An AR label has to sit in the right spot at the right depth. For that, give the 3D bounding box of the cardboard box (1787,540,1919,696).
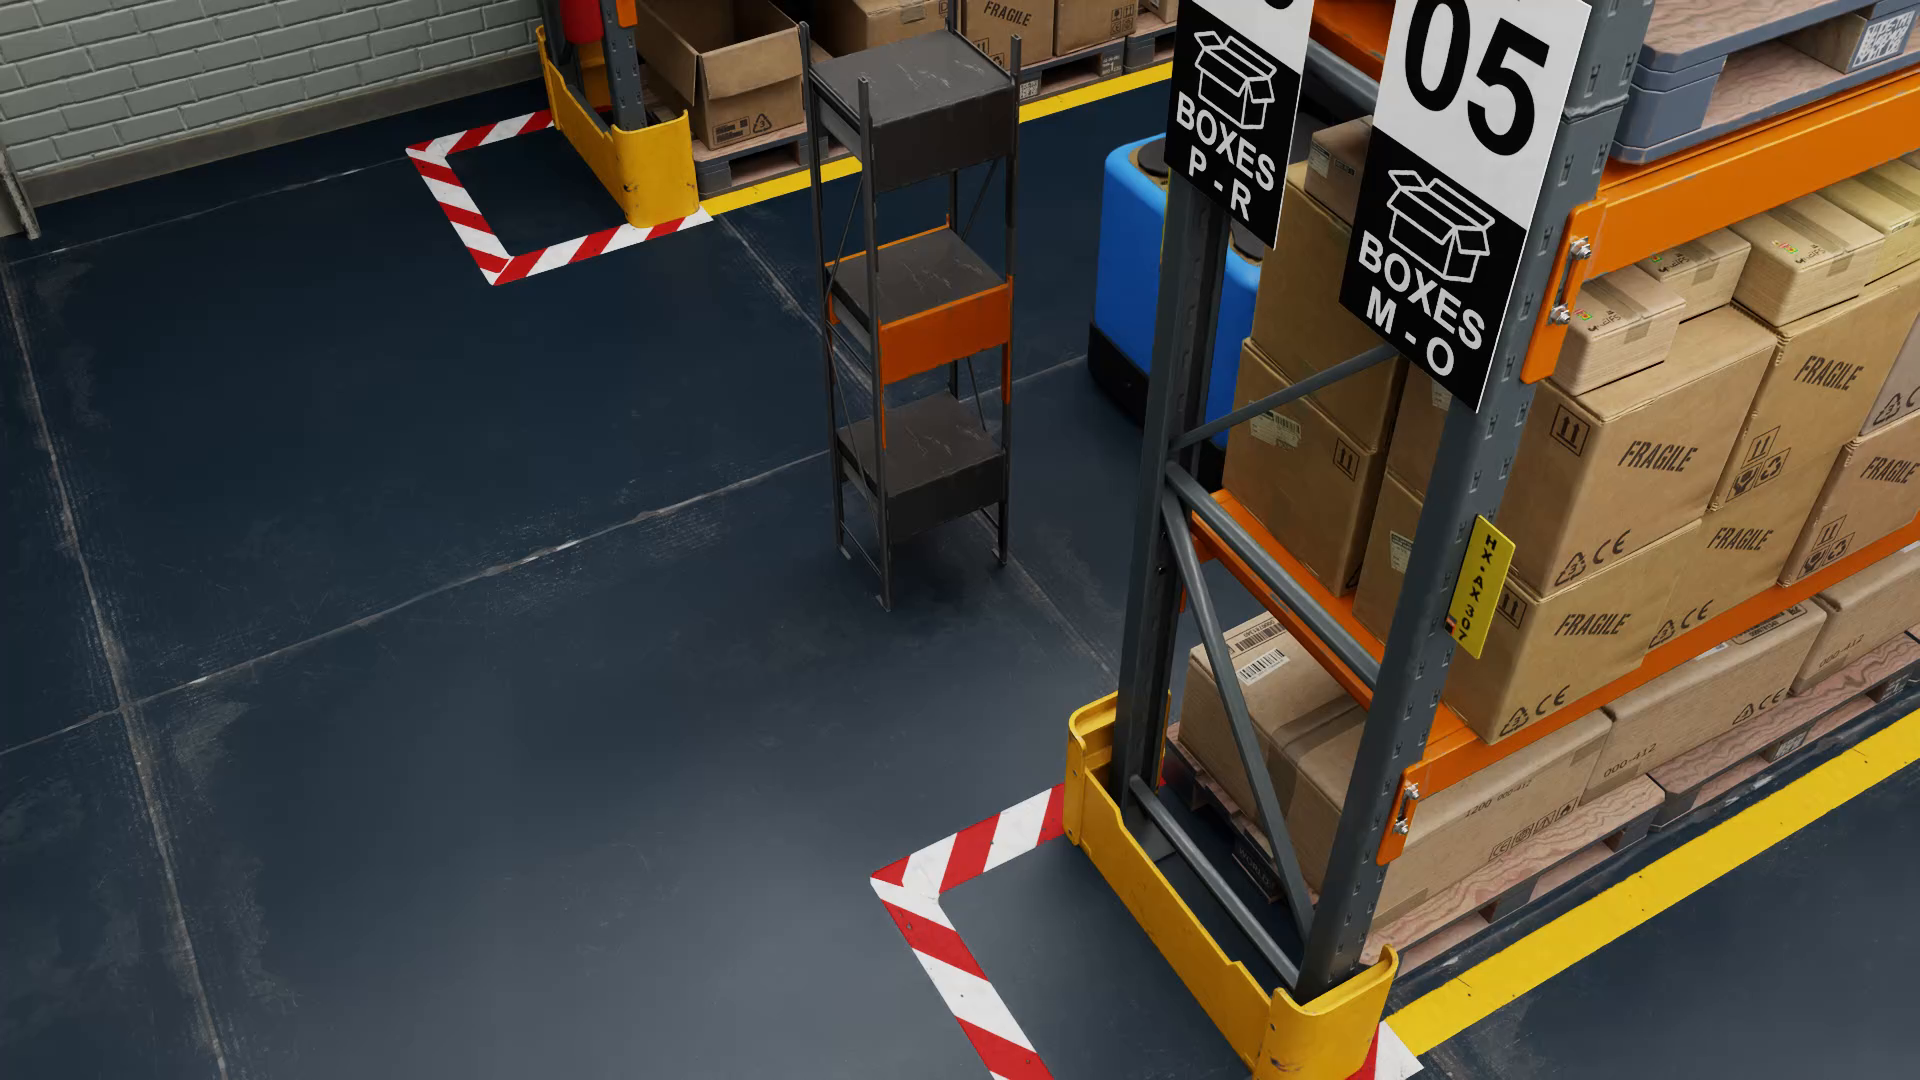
[{"bbox_3d":[2.857,-0.055,5.692,0.875,0.438,0.875,-23,49,-22],"label":"cardboard box"}]

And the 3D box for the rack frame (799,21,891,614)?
[{"bbox_3d":[-0.355,-0.611,5.372,0.015,2.100,0.400,-22,48,-21],"label":"rack frame"}]

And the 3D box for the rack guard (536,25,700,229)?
[{"bbox_3d":[-1.647,-2.026,7.978,0.348,0.500,1.175,-22,48,-21],"label":"rack guard"}]

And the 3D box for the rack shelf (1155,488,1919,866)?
[{"bbox_3d":[2.497,-0.336,4.959,4.000,0.370,1.077,-22,48,-21],"label":"rack shelf"}]

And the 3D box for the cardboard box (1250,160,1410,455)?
[{"bbox_3d":[1.062,-0.606,3.931,0.500,0.500,0.500,-20,48,-20],"label":"cardboard box"}]

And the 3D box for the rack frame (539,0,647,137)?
[{"bbox_3d":[-1.713,-2.896,7.081,0.127,3.000,1.000,-22,48,-21],"label":"rack frame"}]

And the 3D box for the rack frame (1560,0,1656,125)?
[{"bbox_3d":[0.763,-2.053,1.904,0.127,3.000,1.000,-22,48,-21],"label":"rack frame"}]

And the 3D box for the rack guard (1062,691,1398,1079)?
[{"bbox_3d":[0.742,1.005,4.856,0.348,0.500,1.175,-22,48,-21],"label":"rack guard"}]

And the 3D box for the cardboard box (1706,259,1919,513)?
[{"bbox_3d":[1.765,-0.473,3.794,0.500,0.500,0.500,-23,49,-22],"label":"cardboard box"}]

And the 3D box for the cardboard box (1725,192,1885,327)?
[{"bbox_3d":[1.683,-0.639,3.499,0.250,0.149,0.380,-20,48,-20],"label":"cardboard box"}]

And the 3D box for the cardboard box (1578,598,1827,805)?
[{"bbox_3d":[2.074,0.256,5.370,0.875,0.438,0.875,-21,48,-20],"label":"cardboard box"}]

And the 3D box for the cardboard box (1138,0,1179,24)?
[{"bbox_3d":[1.109,-2.959,8.807,0.258,0.266,0.396,-20,48,-20],"label":"cardboard box"}]

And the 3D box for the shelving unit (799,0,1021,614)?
[{"bbox_3d":[-0.144,-0.696,5.460,0.503,2.100,0.431,-22,48,-21],"label":"shelving unit"}]

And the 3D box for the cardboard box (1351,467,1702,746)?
[{"bbox_3d":[1.322,0.071,3.952,0.500,0.500,0.500,-22,48,-21],"label":"cardboard box"}]

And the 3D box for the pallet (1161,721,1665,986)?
[{"bbox_3d":[1.417,0.776,5.299,1.213,0.211,1.003,-22,48,-21],"label":"pallet"}]

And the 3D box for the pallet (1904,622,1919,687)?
[{"bbox_3d":[3.533,-0.071,6.172,1.213,0.211,1.003,-22,48,-21],"label":"pallet"}]

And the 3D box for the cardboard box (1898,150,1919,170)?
[{"bbox_3d":[2.103,-0.864,3.731,0.250,0.149,0.380,-21,48,-21],"label":"cardboard box"}]

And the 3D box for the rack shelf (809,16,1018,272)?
[{"bbox_3d":[-0.144,-1.189,4.982,0.480,0.518,0.431,-22,48,-21],"label":"rack shelf"}]

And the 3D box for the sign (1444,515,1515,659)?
[{"bbox_3d":[1.034,0.098,3.317,0.005,0.325,0.100,-22,48,-21],"label":"sign"}]

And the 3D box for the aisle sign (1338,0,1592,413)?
[{"bbox_3d":[0.845,-0.633,2.882,0.004,0.787,0.394,-22,48,-21],"label":"aisle sign"}]

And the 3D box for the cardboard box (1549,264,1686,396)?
[{"bbox_3d":[1.208,-0.484,3.339,0.250,0.149,0.380,-21,48,-20],"label":"cardboard box"}]

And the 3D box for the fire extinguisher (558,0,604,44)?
[{"bbox_3d":[-1.611,-2.405,6.897,0.183,0.674,0.296,-22,48,-21],"label":"fire extinguisher"}]

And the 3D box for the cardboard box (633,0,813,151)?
[{"bbox_3d":[-1.136,-2.306,7.964,0.637,0.503,0.797,-24,49,-22],"label":"cardboard box"}]

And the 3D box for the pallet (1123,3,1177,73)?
[{"bbox_3d":[1.159,-3.046,9.237,1.213,0.211,1.003,-22,48,-21],"label":"pallet"}]

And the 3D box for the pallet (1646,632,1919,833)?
[{"bbox_3d":[2.474,0.355,5.733,1.213,0.211,1.003,-22,48,-21],"label":"pallet"}]

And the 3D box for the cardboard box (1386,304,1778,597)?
[{"bbox_3d":[1.321,-0.290,3.605,0.500,0.500,0.500,-23,49,-22],"label":"cardboard box"}]

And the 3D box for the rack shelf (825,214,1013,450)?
[{"bbox_3d":[-0.144,-0.686,5.469,0.480,0.518,0.431,-22,48,-21],"label":"rack shelf"}]

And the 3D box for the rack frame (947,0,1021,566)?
[{"bbox_3d":[0.068,-0.781,5.547,0.015,2.100,0.400,-22,48,-21],"label":"rack frame"}]

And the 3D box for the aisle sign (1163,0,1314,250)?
[{"bbox_3d":[0.546,-0.996,3.255,0.004,0.787,0.394,-22,48,-21],"label":"aisle sign"}]

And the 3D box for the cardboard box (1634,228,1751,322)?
[{"bbox_3d":[1.400,-0.618,3.477,0.250,0.149,0.380,-21,48,-20],"label":"cardboard box"}]

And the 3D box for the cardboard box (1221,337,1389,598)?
[{"bbox_3d":[1.049,-0.263,4.296,0.500,0.500,0.500,-22,48,-21],"label":"cardboard box"}]

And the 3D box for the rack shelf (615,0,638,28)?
[{"bbox_3d":[0.021,-3.332,8.046,4.000,0.370,1.077,-22,48,-21],"label":"rack shelf"}]

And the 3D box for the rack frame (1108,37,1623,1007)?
[{"bbox_3d":[0.763,0.100,3.994,0.127,3.000,1.000,-22,48,-21],"label":"rack frame"}]

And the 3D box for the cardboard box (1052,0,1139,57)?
[{"bbox_3d":[0.525,-2.938,8.617,0.500,0.500,0.700,-24,49,-22],"label":"cardboard box"}]

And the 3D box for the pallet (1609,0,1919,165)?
[{"bbox_3d":[1.401,-1.209,3.251,1.213,0.211,1.003,-22,48,-21],"label":"pallet"}]

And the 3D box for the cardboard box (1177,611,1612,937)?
[{"bbox_3d":[1.285,0.579,5.038,0.875,0.438,0.875,-23,49,-22],"label":"cardboard box"}]

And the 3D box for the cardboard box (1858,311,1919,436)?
[{"bbox_3d":[2.208,-0.656,3.983,0.500,0.500,0.500,-22,48,-21],"label":"cardboard box"}]

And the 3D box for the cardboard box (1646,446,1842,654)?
[{"bbox_3d":[1.747,-0.122,4.150,0.500,0.500,0.500,-22,48,-21],"label":"cardboard box"}]

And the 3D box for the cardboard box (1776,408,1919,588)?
[{"bbox_3d":[2.197,-0.287,4.321,0.500,0.500,0.500,-22,48,-21],"label":"cardboard box"}]

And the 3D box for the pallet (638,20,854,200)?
[{"bbox_3d":[-0.957,-2.199,8.365,1.213,0.211,1.003,-22,48,-21],"label":"pallet"}]

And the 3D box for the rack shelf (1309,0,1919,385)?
[{"bbox_3d":[2.497,-1.413,3.914,4.000,0.370,1.077,-22,48,-21],"label":"rack shelf"}]

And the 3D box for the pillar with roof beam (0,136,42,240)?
[{"bbox_3d":[-2.356,-2.059,1.910,0.400,9.000,9.100,-22,48,-21],"label":"pillar with roof beam"}]

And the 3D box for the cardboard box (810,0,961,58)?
[{"bbox_3d":[-0.375,-2.578,8.246,0.500,0.500,0.700,-20,48,-19],"label":"cardboard box"}]

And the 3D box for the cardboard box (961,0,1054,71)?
[{"bbox_3d":[0.133,-2.701,8.373,0.500,0.500,0.500,-21,48,-20],"label":"cardboard box"}]

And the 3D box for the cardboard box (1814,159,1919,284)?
[{"bbox_3d":[1.902,-0.741,3.604,0.250,0.149,0.380,-23,49,-22],"label":"cardboard box"}]

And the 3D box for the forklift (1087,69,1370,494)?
[{"bbox_3d":[2.069,-1.941,6.145,3.031,2.935,1.130,-21,48,-20],"label":"forklift"}]

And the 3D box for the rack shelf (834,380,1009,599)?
[{"bbox_3d":[-0.144,-0.184,5.957,0.480,0.518,0.431,-22,48,-21],"label":"rack shelf"}]

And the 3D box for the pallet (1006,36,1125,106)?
[{"bbox_3d":[0.100,-2.620,8.798,1.213,0.211,1.003,-22,48,-21],"label":"pallet"}]

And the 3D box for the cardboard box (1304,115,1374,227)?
[{"bbox_3d":[0.974,-0.773,3.638,0.250,0.149,0.380,-21,48,-20],"label":"cardboard box"}]

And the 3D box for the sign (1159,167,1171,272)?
[{"bbox_3d":[0.504,-0.733,3.850,0.005,0.325,0.100,-22,48,-21],"label":"sign"}]

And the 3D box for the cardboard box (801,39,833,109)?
[{"bbox_3d":[-0.748,-2.303,8.215,0.250,0.149,0.380,-24,49,-22],"label":"cardboard box"}]
